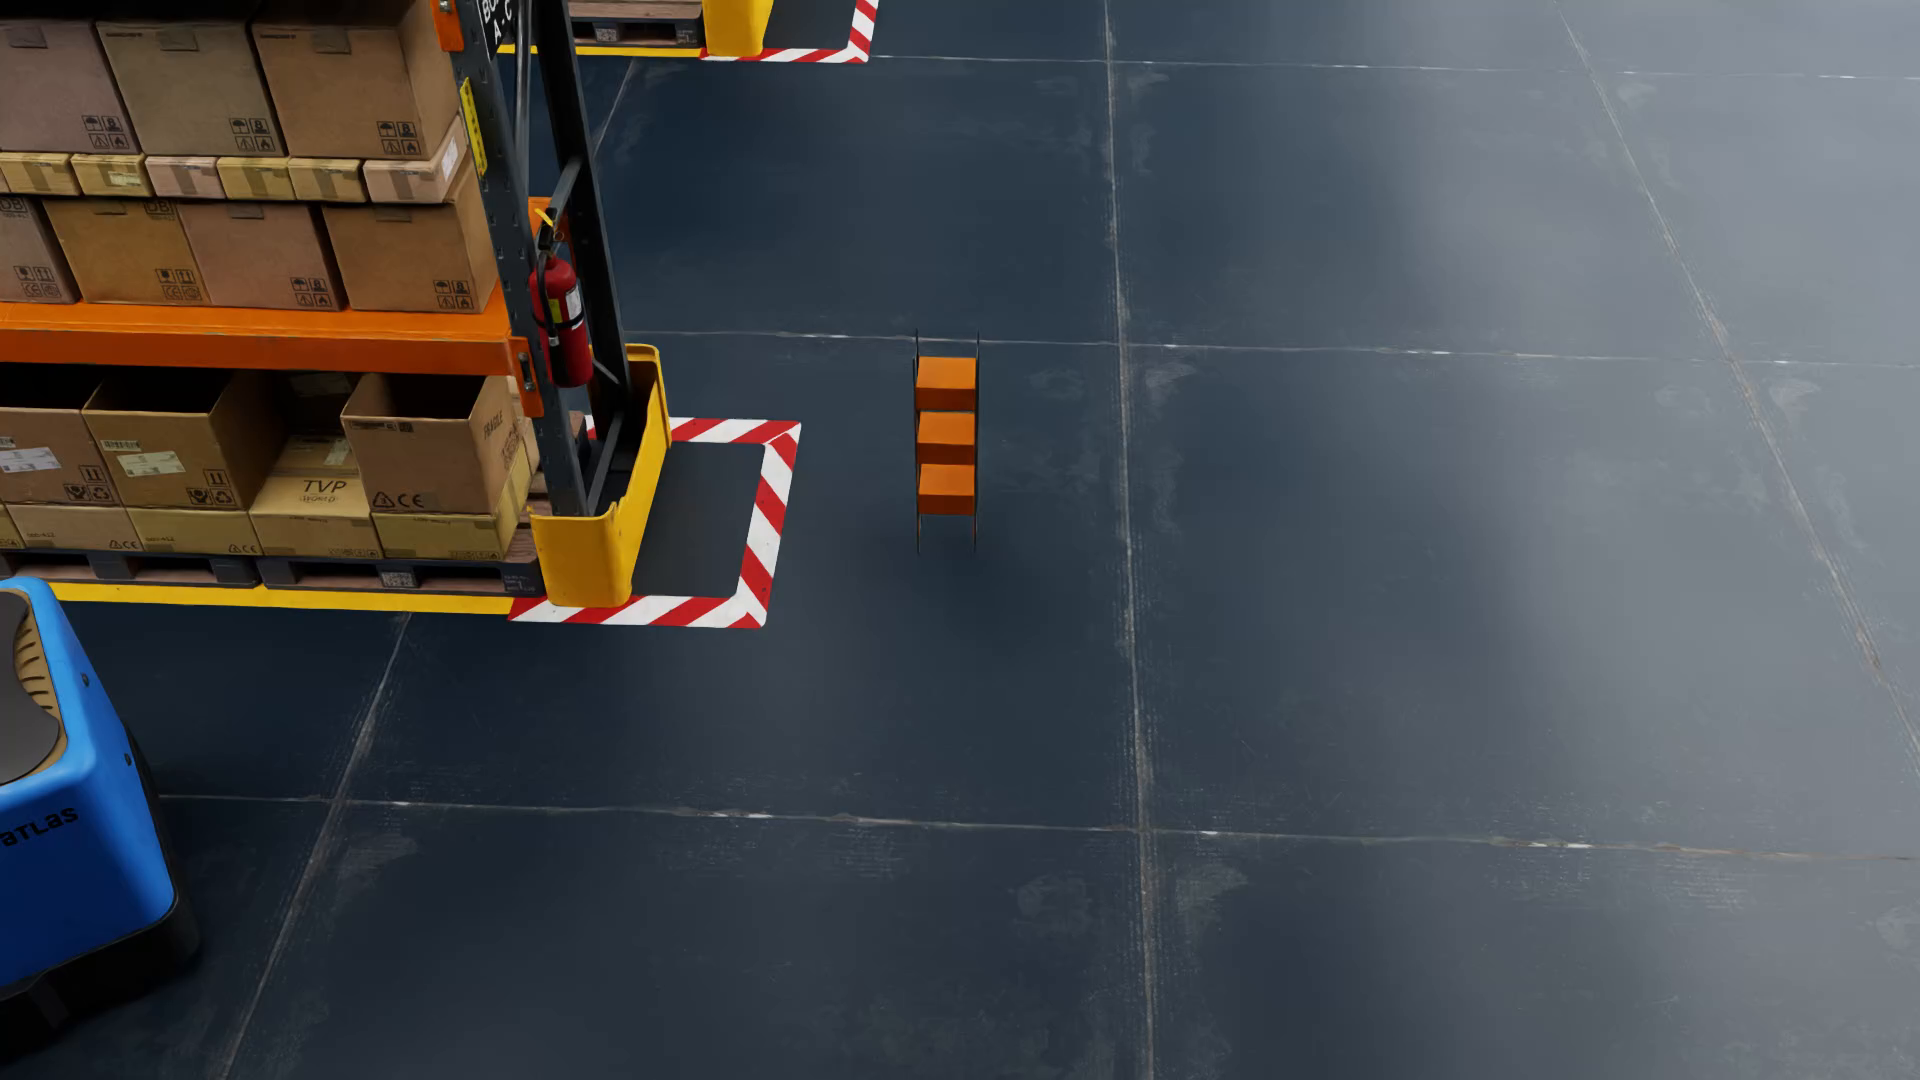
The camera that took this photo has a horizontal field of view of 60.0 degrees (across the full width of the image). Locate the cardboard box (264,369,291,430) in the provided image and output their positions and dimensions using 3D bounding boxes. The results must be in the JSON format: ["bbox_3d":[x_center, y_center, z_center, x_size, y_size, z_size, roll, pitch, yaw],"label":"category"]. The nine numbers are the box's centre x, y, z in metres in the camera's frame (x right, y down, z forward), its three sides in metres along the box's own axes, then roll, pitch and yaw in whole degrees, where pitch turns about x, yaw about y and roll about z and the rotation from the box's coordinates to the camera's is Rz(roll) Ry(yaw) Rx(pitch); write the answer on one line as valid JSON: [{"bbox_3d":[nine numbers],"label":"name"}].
[{"bbox_3d":[-3.088,-0.825,7.094,0.500,0.500,0.500,2,43,2],"label":"cardboard box"}]

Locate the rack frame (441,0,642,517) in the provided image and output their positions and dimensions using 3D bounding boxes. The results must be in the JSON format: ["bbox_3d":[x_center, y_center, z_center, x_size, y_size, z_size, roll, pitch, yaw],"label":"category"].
[{"bbox_3d":[-1.562,-1.215,6.353,0.127,3.000,1.000,2,43,2],"label":"rack frame"}]

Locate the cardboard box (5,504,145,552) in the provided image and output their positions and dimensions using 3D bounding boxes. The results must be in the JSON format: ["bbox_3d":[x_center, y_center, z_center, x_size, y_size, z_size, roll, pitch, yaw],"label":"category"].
[{"bbox_3d":[-3.610,-0.215,6.990,0.500,0.250,0.500,2,43,2],"label":"cardboard box"}]

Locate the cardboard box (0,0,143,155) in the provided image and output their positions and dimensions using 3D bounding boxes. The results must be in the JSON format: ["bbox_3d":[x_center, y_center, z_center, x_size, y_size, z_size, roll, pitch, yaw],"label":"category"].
[{"bbox_3d":[-3.110,-1.778,5.933,0.500,0.500,0.700,2,43,2],"label":"cardboard box"}]

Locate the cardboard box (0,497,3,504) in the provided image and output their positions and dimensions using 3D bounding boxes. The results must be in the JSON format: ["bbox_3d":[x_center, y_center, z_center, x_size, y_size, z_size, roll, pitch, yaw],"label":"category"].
[{"bbox_3d":[-4.110,-0.501,6.747,0.500,0.500,0.500,2,43,2],"label":"cardboard box"}]

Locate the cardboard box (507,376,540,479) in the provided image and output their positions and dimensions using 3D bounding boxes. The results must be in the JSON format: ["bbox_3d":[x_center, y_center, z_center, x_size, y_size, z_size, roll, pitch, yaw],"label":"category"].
[{"bbox_3d":[-2.088,-0.530,7.328,0.500,0.250,0.500,2,43,2],"label":"cardboard box"}]

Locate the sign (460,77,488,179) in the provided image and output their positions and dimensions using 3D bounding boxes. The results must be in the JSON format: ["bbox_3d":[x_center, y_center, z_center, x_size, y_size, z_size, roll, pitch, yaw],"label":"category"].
[{"bbox_3d":[-1.601,-1.356,5.482,0.005,0.325,0.100,2,43,2],"label":"sign"}]

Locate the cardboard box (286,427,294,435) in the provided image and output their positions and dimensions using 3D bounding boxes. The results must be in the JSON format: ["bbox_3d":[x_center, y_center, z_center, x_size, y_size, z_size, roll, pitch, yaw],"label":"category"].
[{"bbox_3d":[-3.087,-0.559,7.358,0.500,0.250,0.500,2,43,2],"label":"cardboard box"}]

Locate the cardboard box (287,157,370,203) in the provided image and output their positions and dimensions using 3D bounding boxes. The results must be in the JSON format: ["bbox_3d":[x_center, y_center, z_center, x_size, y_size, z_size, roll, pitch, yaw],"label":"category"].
[{"bbox_3d":[-2.214,-1.378,5.979,0.250,0.149,0.380,3,43,3],"label":"cardboard box"}]

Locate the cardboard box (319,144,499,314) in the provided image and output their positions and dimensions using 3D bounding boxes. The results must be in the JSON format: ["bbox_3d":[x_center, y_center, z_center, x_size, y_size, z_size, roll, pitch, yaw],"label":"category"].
[{"bbox_3d":[-2.028,-1.274,6.344,0.500,0.500,0.700,2,43,2],"label":"cardboard box"}]

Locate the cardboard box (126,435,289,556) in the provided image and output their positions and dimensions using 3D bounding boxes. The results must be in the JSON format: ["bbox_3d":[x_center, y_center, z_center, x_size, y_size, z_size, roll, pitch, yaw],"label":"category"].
[{"bbox_3d":[-3.111,-0.199,6.972,0.500,0.250,0.500,2,43,2],"label":"cardboard box"}]

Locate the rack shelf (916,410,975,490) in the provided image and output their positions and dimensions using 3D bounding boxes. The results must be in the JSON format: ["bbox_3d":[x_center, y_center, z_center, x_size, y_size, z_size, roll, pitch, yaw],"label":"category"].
[{"bbox_3d":[-0.053,-0.378,6.901,0.240,0.259,0.215,2,43,2],"label":"rack shelf"}]

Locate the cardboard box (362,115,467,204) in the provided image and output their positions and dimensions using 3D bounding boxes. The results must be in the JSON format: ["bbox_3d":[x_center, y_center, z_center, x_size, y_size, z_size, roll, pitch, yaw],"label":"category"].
[{"bbox_3d":[-1.953,-1.371,5.971,0.250,0.149,0.380,1,43,1],"label":"cardboard box"}]

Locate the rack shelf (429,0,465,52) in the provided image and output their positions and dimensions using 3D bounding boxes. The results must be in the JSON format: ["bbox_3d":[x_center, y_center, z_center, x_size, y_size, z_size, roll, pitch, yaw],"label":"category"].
[{"bbox_3d":[-3.560,-2.110,5.642,4.000,0.370,1.077,2,43,2],"label":"rack shelf"}]

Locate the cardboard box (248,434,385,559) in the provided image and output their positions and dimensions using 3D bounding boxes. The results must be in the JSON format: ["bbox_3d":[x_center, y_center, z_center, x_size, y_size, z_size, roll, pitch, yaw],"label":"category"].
[{"bbox_3d":[-2.611,-0.185,6.957,0.500,0.250,0.500,2,43,2],"label":"cardboard box"}]

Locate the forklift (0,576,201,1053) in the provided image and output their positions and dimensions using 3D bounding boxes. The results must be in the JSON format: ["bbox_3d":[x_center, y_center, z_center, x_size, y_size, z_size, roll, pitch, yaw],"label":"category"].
[{"bbox_3d":[-4.121,0.608,4.447,3.031,2.935,1.130,-22,47,-22],"label":"forklift"}]

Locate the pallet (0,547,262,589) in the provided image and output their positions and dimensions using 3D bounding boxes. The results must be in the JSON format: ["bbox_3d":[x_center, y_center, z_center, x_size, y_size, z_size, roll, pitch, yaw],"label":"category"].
[{"bbox_3d":[-3.544,-0.229,7.341,1.213,0.211,1.003,2,43,2],"label":"pallet"}]

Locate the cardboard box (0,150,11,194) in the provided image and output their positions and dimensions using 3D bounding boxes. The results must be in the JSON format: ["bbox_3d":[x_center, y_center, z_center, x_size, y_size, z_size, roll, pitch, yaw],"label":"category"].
[{"bbox_3d":[-3.502,-1.417,6.021,0.250,0.149,0.380,1,43,1],"label":"cardboard box"}]

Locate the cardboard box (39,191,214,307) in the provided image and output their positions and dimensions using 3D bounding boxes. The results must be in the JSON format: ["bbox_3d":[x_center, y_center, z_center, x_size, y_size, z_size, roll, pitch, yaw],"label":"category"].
[{"bbox_3d":[-3.049,-1.306,6.378,0.500,0.500,0.700,2,43,2],"label":"cardboard box"}]

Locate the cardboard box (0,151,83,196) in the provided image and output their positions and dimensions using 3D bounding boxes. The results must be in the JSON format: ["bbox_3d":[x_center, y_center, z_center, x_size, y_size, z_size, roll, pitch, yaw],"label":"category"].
[{"bbox_3d":[-3.246,-1.409,6.013,0.250,0.149,0.380,3,43,3],"label":"cardboard box"}]

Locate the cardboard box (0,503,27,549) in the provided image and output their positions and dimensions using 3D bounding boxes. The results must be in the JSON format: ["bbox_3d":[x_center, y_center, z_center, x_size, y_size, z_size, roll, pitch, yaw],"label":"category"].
[{"bbox_3d":[-4.110,-0.227,7.002,0.500,0.250,0.500,2,43,2],"label":"cardboard box"}]

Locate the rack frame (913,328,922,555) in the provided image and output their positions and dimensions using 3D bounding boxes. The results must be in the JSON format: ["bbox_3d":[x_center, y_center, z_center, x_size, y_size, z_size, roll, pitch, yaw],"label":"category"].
[{"bbox_3d":[-0.175,-0.390,6.898,0.008,1.050,0.200,2,43,2],"label":"rack frame"}]

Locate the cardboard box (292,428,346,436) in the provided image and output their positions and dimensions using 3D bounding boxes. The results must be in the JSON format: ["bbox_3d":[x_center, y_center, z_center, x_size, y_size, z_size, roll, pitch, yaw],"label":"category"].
[{"bbox_3d":[-2.588,-0.543,7.341,0.500,0.250,0.500,2,43,2],"label":"cardboard box"}]

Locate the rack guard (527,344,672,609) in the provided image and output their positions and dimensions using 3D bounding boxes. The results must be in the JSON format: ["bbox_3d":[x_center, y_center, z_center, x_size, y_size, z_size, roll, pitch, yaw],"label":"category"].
[{"bbox_3d":[-1.538,-0.299,7.205,0.348,0.500,1.175,2,43,2],"label":"rack guard"}]

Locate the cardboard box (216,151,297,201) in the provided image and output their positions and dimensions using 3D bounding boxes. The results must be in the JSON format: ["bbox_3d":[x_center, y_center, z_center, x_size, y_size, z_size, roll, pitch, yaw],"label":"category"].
[{"bbox_3d":[-2.470,-1.385,5.987,0.250,0.149,0.380,1,43,1],"label":"cardboard box"}]

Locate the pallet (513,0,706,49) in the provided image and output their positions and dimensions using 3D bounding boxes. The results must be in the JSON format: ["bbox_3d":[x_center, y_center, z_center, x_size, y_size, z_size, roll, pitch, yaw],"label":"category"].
[{"bbox_3d":[-2.225,-3.566,10.923,1.213,0.211,1.003,2,43,2],"label":"pallet"}]

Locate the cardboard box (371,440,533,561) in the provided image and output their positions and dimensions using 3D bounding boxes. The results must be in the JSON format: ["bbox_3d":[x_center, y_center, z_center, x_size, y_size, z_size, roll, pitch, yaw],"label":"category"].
[{"bbox_3d":[-2.111,-0.178,6.949,0.500,0.250,0.500,2,43,2],"label":"cardboard box"}]

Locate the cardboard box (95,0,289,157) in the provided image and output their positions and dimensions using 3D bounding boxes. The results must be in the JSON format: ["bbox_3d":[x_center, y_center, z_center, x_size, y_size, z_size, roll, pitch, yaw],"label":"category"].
[{"bbox_3d":[-2.607,-1.763,5.917,0.500,0.500,0.700,1,43,1],"label":"cardboard box"}]

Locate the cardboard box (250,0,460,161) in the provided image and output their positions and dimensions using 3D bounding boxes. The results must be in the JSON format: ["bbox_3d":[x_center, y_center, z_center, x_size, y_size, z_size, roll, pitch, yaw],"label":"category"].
[{"bbox_3d":[-2.081,-1.751,5.903,0.500,0.500,0.700,2,43,2],"label":"cardboard box"}]

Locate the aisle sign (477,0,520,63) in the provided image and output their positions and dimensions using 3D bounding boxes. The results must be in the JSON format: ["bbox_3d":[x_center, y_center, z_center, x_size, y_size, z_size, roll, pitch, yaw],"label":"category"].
[{"bbox_3d":[-1.510,-1.964,5.250,0.004,0.787,0.394,2,43,2],"label":"aisle sign"}]

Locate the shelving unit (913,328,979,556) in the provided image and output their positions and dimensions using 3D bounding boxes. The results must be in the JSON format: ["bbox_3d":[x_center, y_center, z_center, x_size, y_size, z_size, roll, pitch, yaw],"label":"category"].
[{"bbox_3d":[-0.053,-0.386,6.894,0.252,1.050,0.215,2,43,2],"label":"shelving unit"}]

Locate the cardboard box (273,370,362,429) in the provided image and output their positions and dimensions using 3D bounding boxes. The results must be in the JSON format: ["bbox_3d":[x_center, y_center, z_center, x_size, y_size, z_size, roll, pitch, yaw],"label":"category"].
[{"bbox_3d":[-2.588,-0.819,7.087,0.500,0.500,0.500,2,43,2],"label":"cardboard box"}]

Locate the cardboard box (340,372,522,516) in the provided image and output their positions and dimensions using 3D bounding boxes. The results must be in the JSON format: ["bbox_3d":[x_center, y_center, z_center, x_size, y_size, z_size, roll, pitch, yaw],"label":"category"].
[{"bbox_3d":[-2.112,-0.450,6.692,0.500,0.500,0.500,2,43,2],"label":"cardboard box"}]

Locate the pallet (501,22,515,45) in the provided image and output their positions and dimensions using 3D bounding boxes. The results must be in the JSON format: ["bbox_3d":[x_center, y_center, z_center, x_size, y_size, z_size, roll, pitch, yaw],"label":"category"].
[{"bbox_3d":[-3.440,-3.605,10.965,1.213,0.211,1.003,2,43,2],"label":"pallet"}]

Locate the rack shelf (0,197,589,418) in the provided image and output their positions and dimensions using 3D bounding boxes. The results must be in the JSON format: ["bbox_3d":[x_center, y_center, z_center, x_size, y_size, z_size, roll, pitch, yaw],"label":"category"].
[{"bbox_3d":[-3.560,-1.013,6.664,4.000,0.370,1.077,2,43,2],"label":"rack shelf"}]

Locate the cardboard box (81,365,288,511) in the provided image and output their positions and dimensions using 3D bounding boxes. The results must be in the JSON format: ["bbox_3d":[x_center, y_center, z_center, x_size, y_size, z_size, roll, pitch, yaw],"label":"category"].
[{"bbox_3d":[-3.111,-0.471,6.714,0.500,0.500,0.500,2,43,2],"label":"cardboard box"}]

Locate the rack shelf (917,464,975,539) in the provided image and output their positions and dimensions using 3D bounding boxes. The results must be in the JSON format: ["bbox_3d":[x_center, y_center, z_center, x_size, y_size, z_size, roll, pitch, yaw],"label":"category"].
[{"bbox_3d":[-0.053,-0.175,7.091,0.240,0.259,0.215,2,43,2],"label":"rack shelf"}]

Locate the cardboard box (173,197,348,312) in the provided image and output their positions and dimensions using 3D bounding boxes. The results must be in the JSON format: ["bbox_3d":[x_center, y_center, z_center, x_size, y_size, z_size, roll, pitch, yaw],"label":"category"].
[{"bbox_3d":[-2.553,-1.287,6.358,0.500,0.500,0.700,3,43,3],"label":"cardboard box"}]

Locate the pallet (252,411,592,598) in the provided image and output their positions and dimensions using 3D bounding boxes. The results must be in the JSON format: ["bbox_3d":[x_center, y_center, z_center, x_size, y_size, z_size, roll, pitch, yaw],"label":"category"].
[{"bbox_3d":[-2.328,-0.189,7.298,1.213,0.211,1.003,2,43,2],"label":"pallet"}]

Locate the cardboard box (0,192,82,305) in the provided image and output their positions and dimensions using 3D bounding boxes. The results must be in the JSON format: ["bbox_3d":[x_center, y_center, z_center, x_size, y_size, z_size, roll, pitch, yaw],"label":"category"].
[{"bbox_3d":[-3.575,-1.320,6.393,0.500,0.500,0.700,3,43,3],"label":"cardboard box"}]

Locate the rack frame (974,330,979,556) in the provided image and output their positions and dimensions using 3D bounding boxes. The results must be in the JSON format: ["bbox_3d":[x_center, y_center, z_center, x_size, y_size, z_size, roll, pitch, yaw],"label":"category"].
[{"bbox_3d":[0.068,-0.382,6.890,0.008,1.050,0.200,2,43,2],"label":"rack frame"}]

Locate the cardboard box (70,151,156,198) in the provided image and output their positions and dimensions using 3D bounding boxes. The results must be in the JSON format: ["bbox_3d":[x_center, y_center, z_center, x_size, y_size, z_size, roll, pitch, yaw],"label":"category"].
[{"bbox_3d":[-2.983,-1.402,6.006,0.250,0.149,0.380,3,43,3],"label":"cardboard box"}]

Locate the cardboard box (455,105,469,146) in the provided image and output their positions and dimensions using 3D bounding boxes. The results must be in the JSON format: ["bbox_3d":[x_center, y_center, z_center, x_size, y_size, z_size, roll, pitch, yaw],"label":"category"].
[{"bbox_3d":[-1.945,-1.647,6.268,0.250,0.149,0.380,1,43,2],"label":"cardboard box"}]

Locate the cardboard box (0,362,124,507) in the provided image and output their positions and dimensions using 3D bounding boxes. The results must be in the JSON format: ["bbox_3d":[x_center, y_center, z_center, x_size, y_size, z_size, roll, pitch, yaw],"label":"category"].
[{"bbox_3d":[-3.611,-0.487,6.732,0.500,0.500,0.500,2,43,2],"label":"cardboard box"}]

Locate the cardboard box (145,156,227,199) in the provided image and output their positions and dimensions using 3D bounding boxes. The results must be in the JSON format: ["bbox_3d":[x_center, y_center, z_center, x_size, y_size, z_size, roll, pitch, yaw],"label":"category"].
[{"bbox_3d":[-2.721,-1.395,5.997,0.250,0.149,0.380,2,43,2],"label":"cardboard box"}]

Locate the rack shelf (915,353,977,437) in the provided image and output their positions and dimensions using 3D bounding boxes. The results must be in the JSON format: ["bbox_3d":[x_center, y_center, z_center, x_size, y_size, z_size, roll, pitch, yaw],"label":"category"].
[{"bbox_3d":[-0.053,-0.586,6.708,0.240,0.259,0.215,2,43,2],"label":"rack shelf"}]

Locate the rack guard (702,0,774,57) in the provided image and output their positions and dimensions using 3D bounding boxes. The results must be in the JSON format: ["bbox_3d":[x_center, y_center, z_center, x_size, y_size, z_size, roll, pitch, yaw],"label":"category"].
[{"bbox_3d":[-1.414,-3.643,10.794,0.348,0.500,1.175,2,43,2],"label":"rack guard"}]

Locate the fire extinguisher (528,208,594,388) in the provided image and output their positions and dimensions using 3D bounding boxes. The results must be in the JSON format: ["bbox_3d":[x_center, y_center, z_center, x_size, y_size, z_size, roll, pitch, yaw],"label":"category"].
[{"bbox_3d":[-1.465,-0.866,6.036,0.183,0.674,0.296,2,43,2],"label":"fire extinguisher"}]
